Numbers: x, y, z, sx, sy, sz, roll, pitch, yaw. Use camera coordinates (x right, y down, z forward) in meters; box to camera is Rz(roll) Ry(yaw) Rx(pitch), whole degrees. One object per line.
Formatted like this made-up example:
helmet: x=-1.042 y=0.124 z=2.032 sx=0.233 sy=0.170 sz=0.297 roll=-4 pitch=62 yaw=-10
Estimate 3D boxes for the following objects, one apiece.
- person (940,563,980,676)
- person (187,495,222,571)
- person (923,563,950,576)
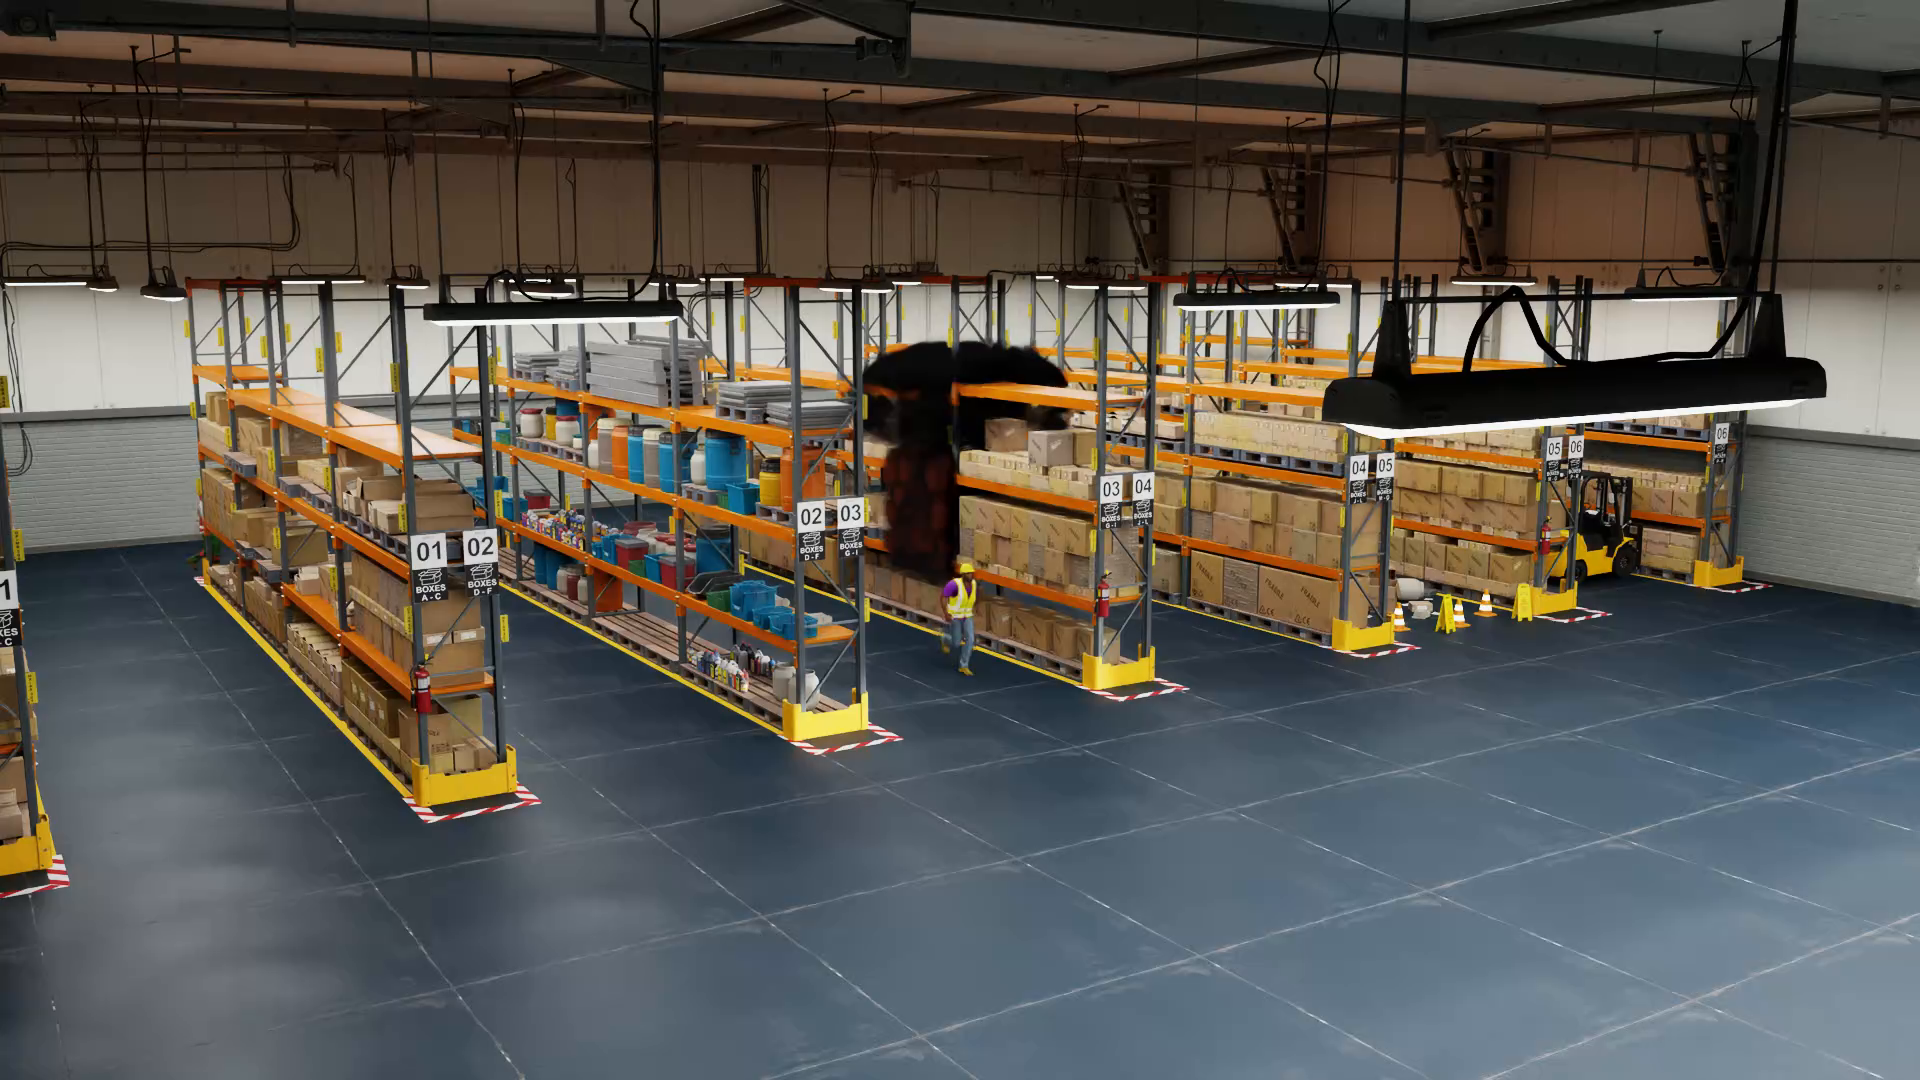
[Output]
person: x=-0.009 y=1.199 z=25.853 sx=0.716 sy=1.740 sz=0.817 roll=-6 pitch=11 yaw=-32
person: x=-15.326 y=-0.165 z=33.801 sx=0.768 sy=1.749 sz=0.696 roll=-5 pitch=11 yaw=-28
person: x=-0.377 y=-0.089 z=33.330 sx=0.670 sy=1.771 sz=0.849 roll=-7 pitch=12 yaw=-35
